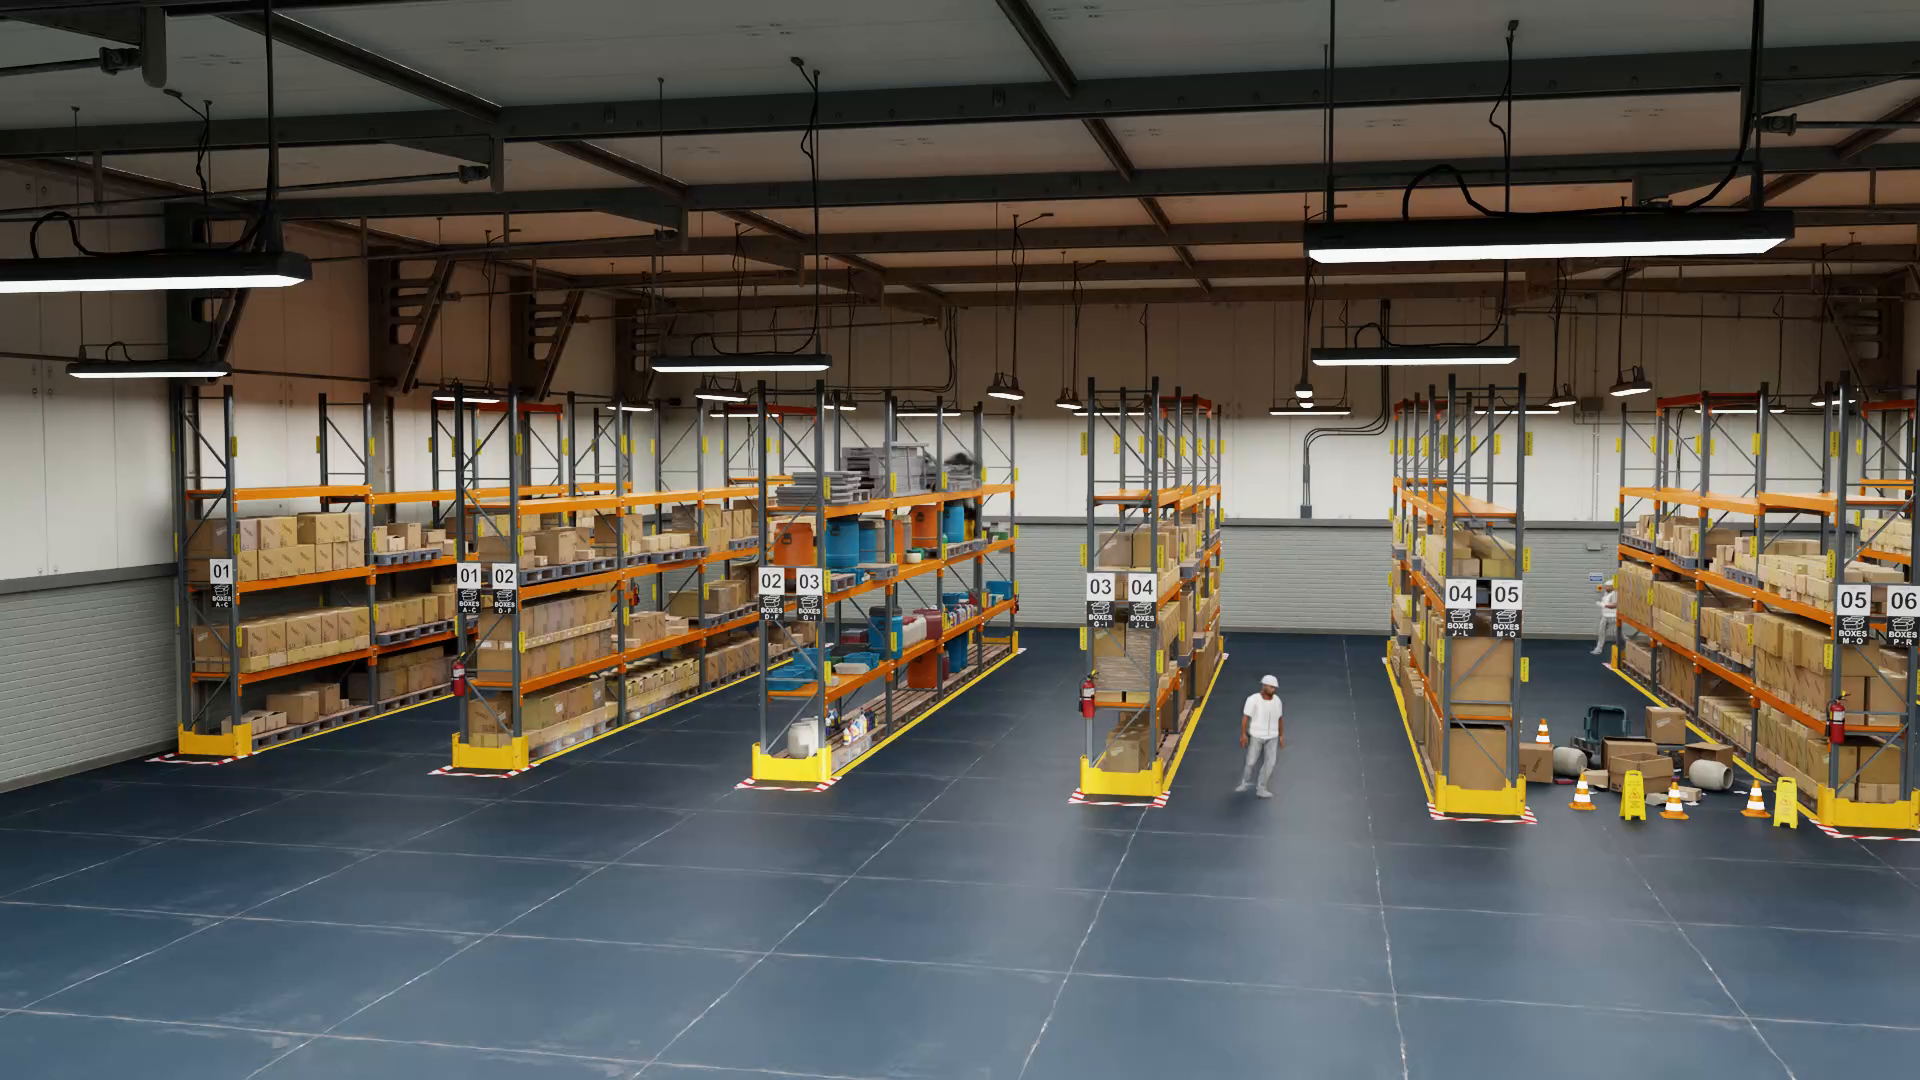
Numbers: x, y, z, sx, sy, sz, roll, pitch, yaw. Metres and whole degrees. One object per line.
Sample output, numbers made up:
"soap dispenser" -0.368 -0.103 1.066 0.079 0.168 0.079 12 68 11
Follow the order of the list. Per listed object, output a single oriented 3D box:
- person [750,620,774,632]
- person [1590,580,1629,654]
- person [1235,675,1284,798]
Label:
"person" -5.108 1.850 42.786 0.731 1.534 0.574 1 3 10
"person" 15.612 1.846 39.847 0.997 1.778 0.681 0 3 -3
"person" 4.286 2.794 23.786 0.670 1.749 0.488 -1 3 -16
